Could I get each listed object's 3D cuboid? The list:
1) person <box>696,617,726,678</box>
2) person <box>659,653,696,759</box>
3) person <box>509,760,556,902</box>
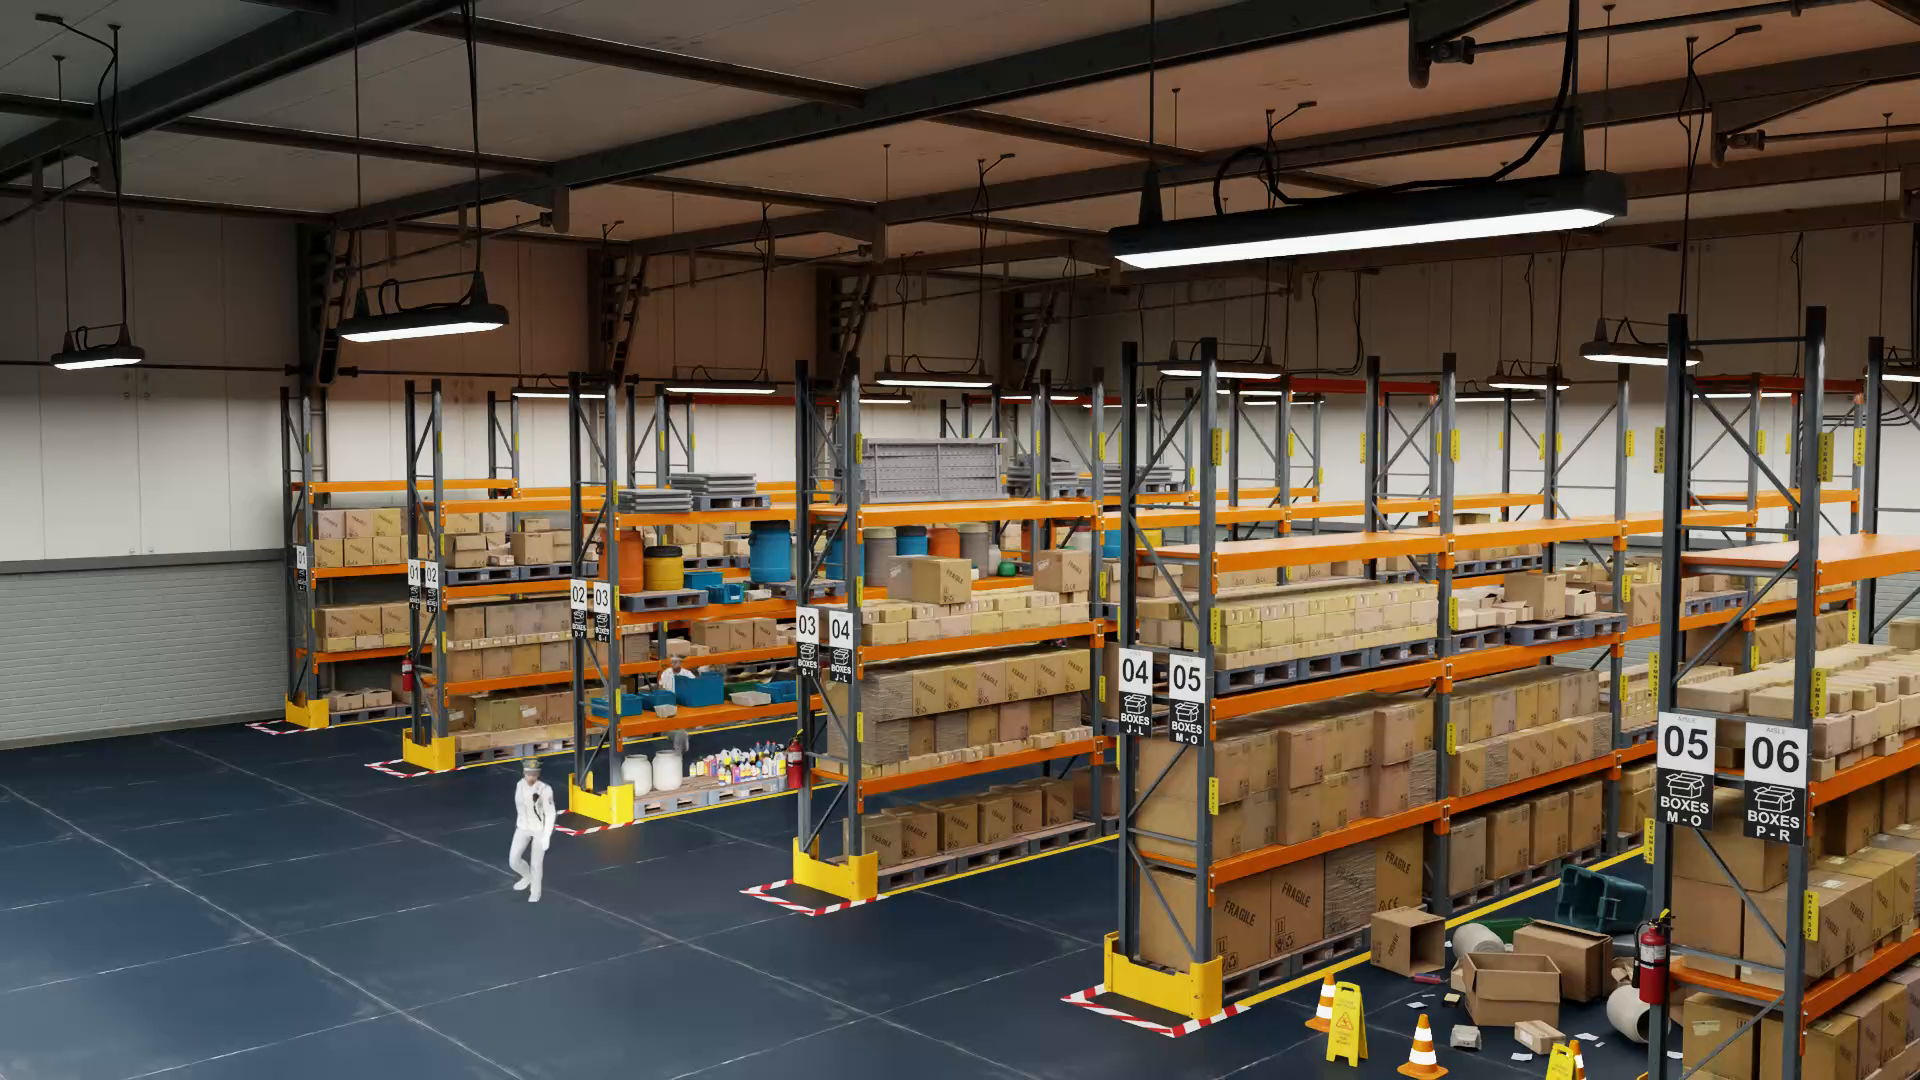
[{"bbox_3d":[-4.825,2.276,32.138,0.692,1.711,0.753,0,4,7],"label":"person"},{"bbox_3d":[-4.467,2.623,26.487,0.662,1.717,0.572,1,4,15],"label":"person"},{"bbox_3d":[-4.696,3.193,18.296,0.631,1.621,0.561,1,4,13],"label":"person"}]
